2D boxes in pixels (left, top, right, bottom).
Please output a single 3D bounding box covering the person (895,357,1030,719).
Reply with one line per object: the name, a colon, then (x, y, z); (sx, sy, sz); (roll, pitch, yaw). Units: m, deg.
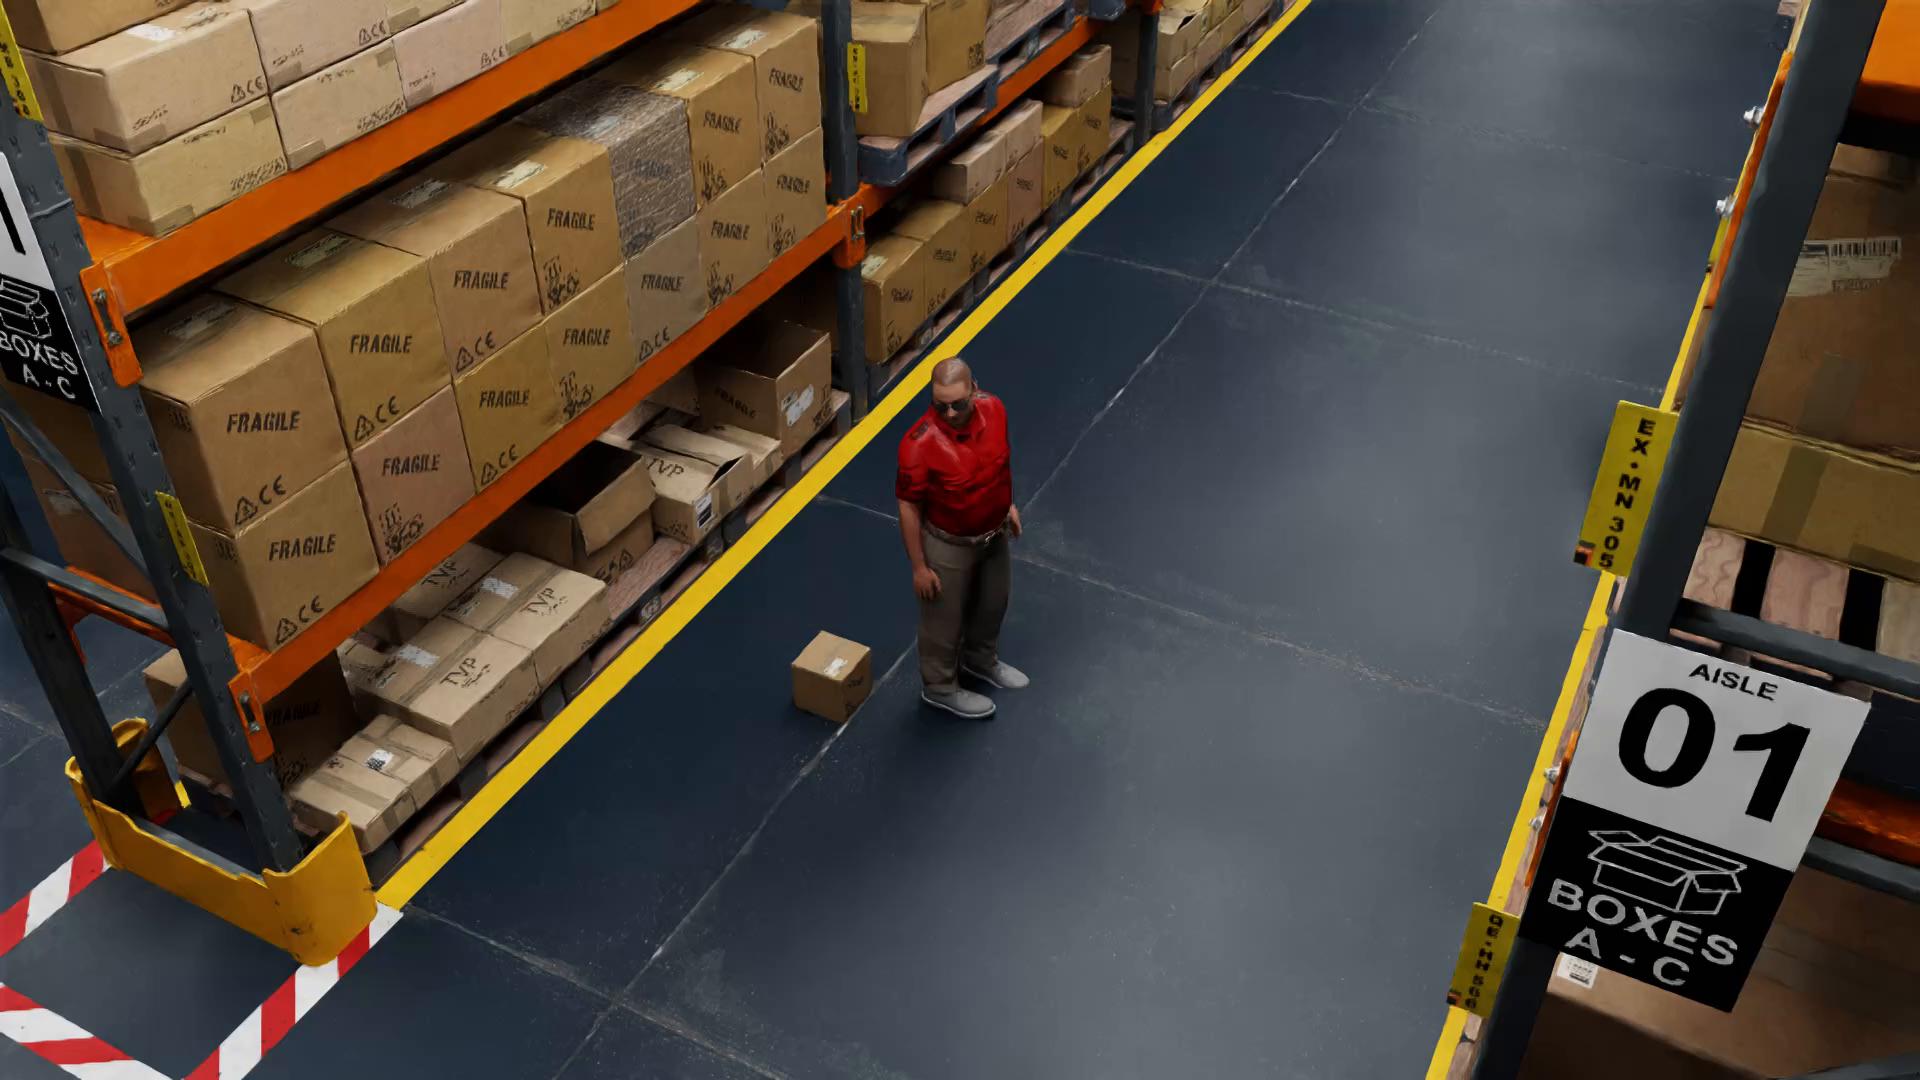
person: (0.023, 0.009, 6.760); (0.360, 1.760, 0.612); (31, 47, 33)
